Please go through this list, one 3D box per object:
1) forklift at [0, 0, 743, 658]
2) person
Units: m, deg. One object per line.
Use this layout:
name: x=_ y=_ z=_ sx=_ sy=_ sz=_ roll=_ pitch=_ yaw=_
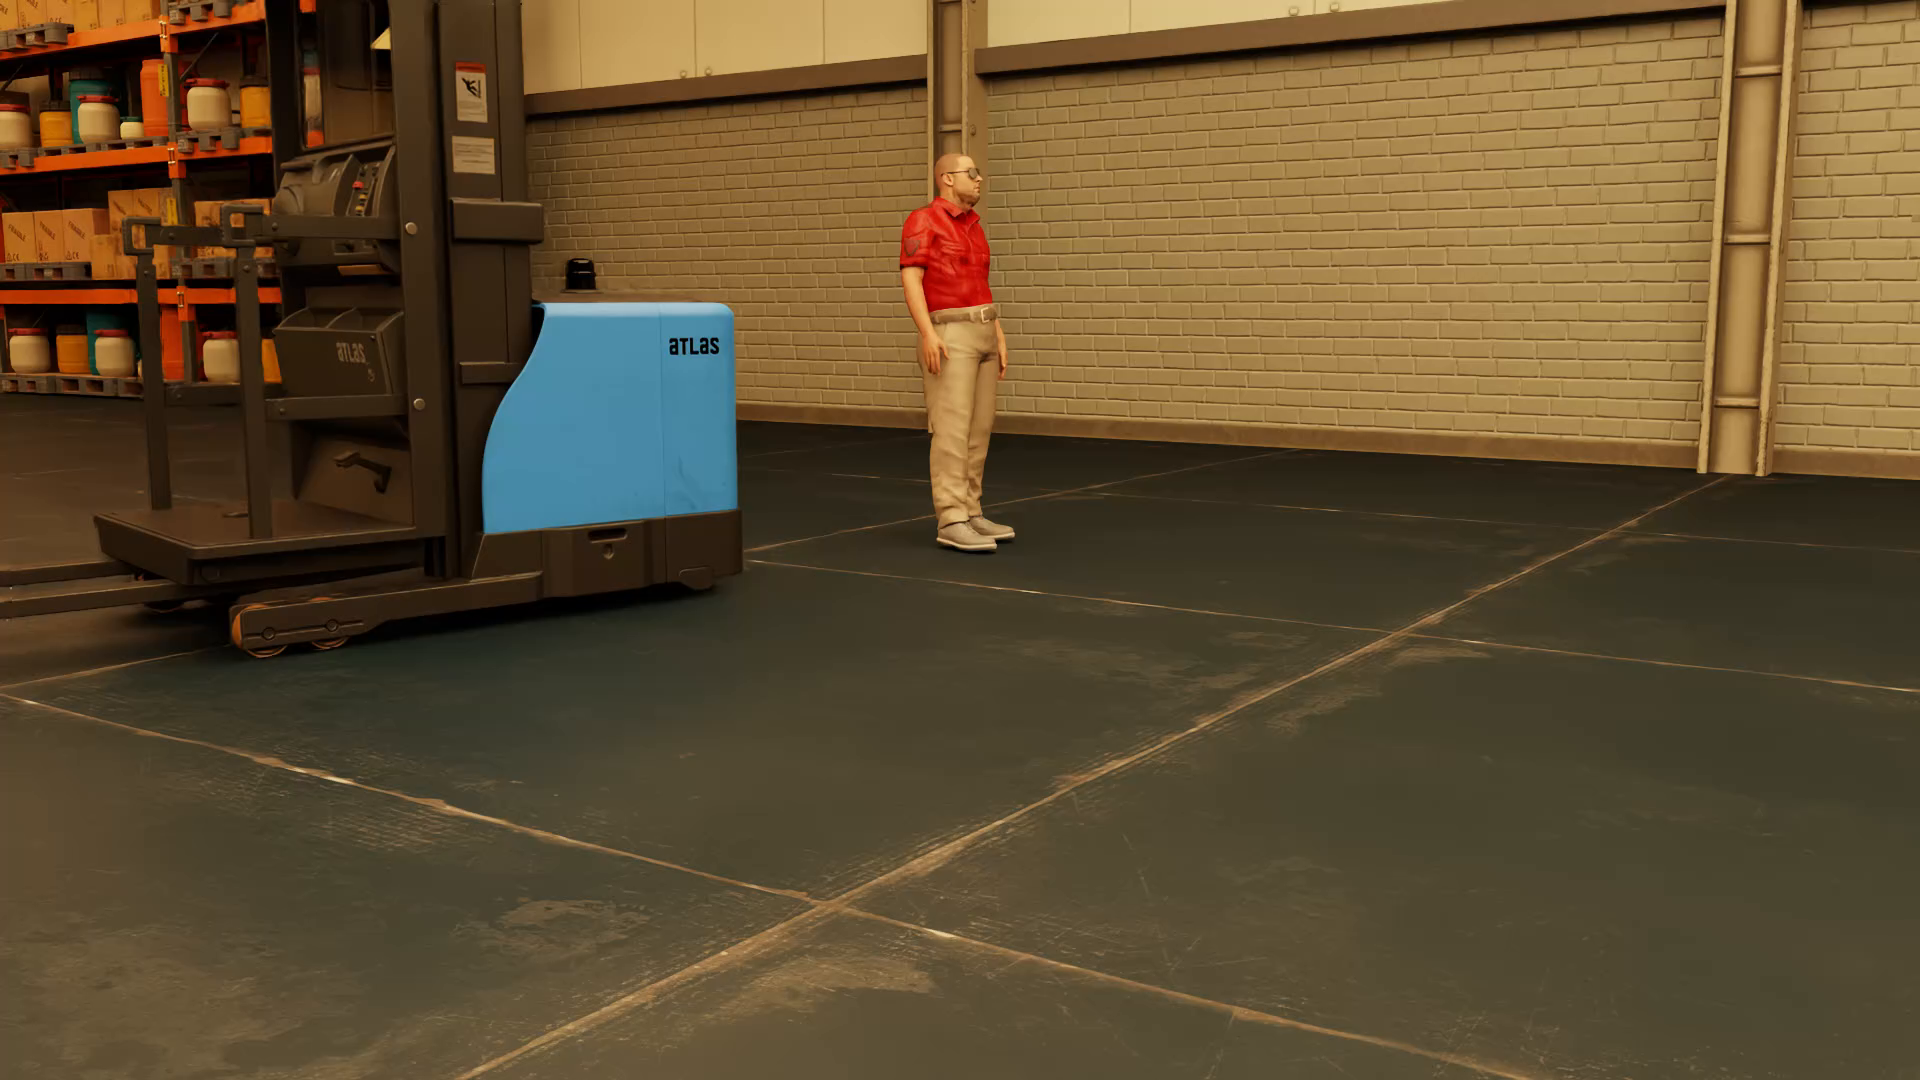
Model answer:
forklift: x=-2.256 y=-1.174 z=5.445 sx=3.031 sy=2.935 sz=1.130 roll=-7 pitch=11 yaw=-41
person: x=0.068 y=-0.854 z=7.421 sx=0.551 sy=1.727 sz=0.640 roll=5 pitch=10 yaw=34
